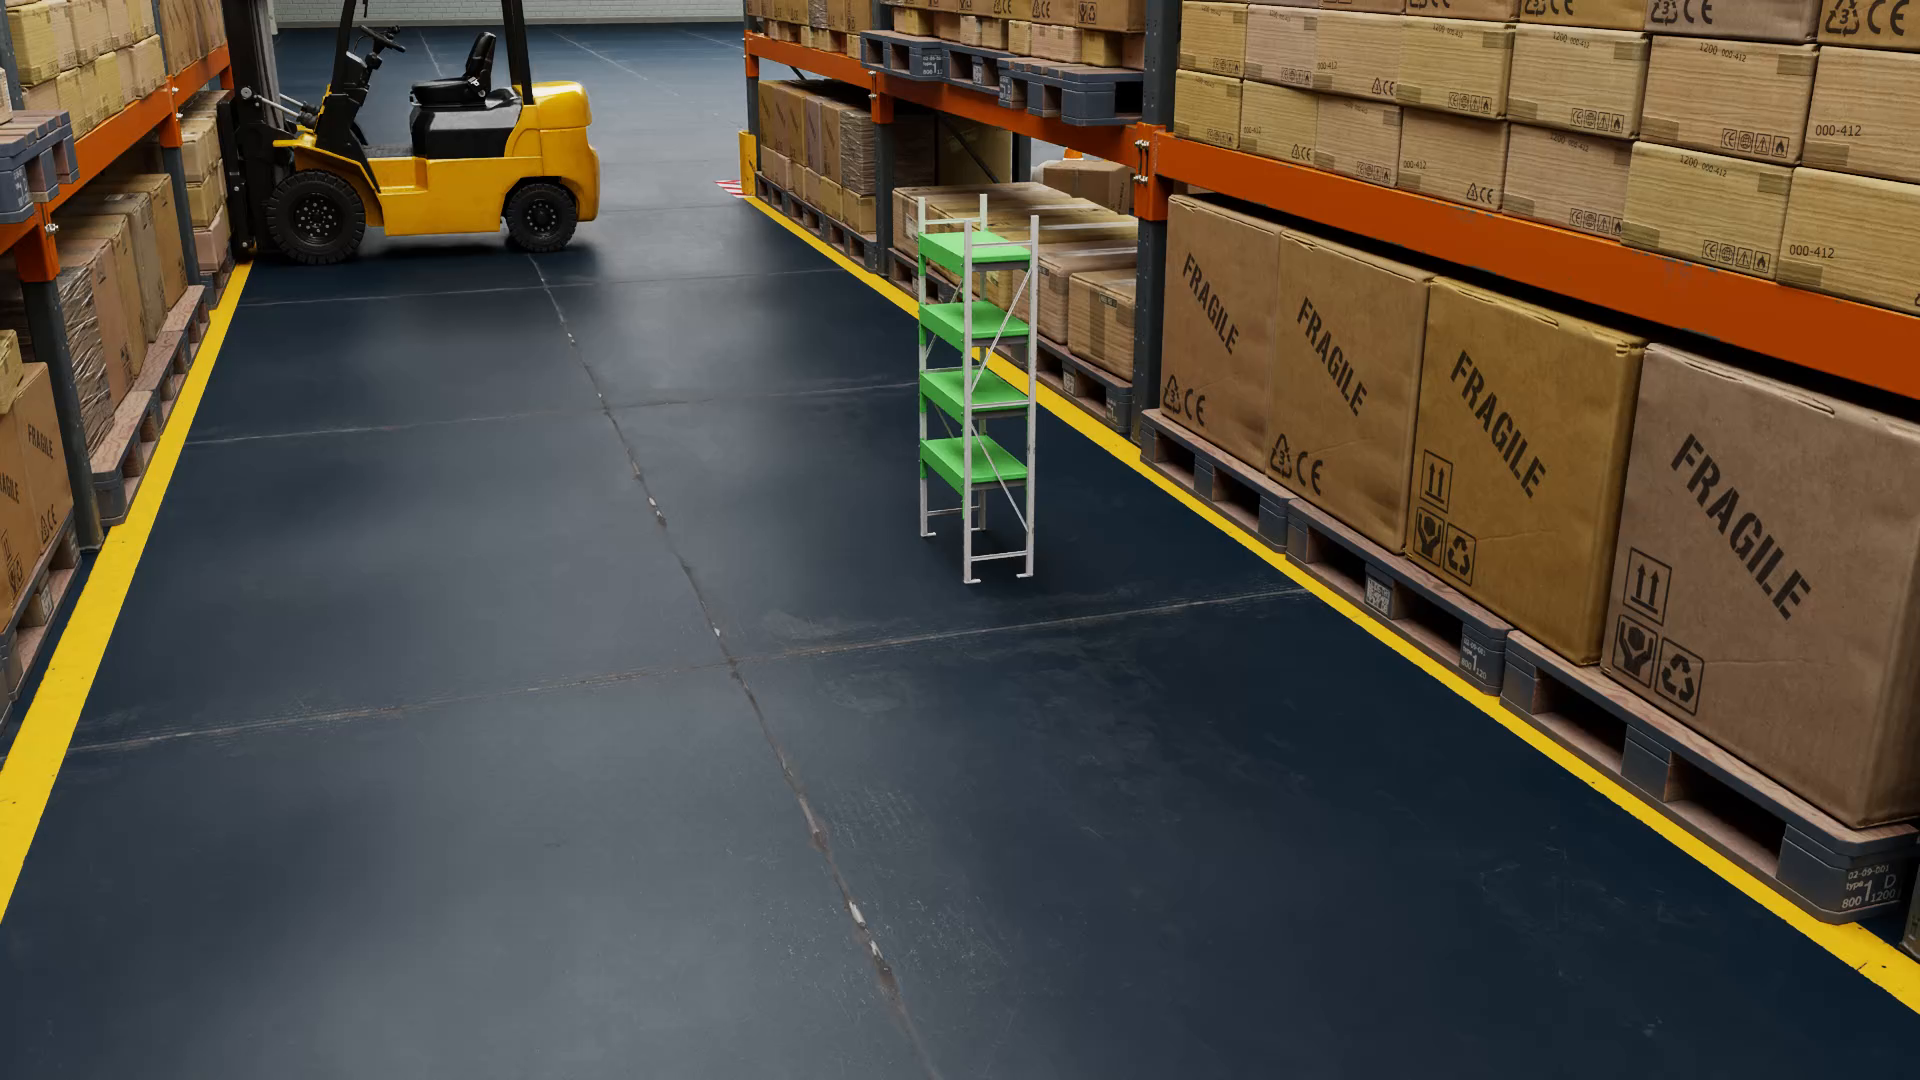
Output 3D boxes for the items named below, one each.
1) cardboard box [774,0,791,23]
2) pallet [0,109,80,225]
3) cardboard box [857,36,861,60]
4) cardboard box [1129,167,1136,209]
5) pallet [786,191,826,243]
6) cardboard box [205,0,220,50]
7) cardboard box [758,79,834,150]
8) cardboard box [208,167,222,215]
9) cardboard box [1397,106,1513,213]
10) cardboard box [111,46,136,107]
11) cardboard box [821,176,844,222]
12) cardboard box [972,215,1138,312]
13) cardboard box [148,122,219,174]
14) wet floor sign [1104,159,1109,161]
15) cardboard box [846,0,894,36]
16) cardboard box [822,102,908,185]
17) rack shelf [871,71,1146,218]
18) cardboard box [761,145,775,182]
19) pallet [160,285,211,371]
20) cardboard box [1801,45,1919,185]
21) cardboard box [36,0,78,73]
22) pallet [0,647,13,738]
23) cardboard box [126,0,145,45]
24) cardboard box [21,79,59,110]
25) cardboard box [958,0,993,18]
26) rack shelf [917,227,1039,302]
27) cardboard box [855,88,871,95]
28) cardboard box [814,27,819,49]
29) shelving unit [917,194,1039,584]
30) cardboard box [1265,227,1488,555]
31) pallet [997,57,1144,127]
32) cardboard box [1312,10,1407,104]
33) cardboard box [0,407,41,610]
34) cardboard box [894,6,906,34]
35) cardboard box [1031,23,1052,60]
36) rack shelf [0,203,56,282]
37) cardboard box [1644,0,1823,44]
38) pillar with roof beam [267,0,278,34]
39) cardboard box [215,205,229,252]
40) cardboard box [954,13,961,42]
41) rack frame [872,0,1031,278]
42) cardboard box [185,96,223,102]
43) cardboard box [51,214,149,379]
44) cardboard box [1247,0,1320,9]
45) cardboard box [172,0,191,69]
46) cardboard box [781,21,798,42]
[{"bbox_3d":[-1.084,-4.108,12.328,0.500,0.500,0.500,-7,21,-18],"label":"cardboard box"},{"bbox_3d":[-3.214,-1.035,4.646,1.213,0.211,1.003,-6,21,-17],"label":"pallet"},{"bbox_3d":[-0.430,-3.101,10.483,0.380,0.149,0.250,-7,21,-18],"label":"cardboard box"},{"bbox_3d":[1.659,-2.962,13.419,0.637,0.503,0.797,12,23,30],"label":"cardboard box"},{"bbox_3d":[-0.671,-2.440,12.396,1.003,0.211,1.213,-6,21,-17],"label":"pallet"},{"bbox_3d":[-5.450,-3.653,11.500,0.500,0.500,0.500,-6,21,-15],"label":"cardboard box"},{"bbox_3d":[-1.298,-3.392,13.261,0.500,0.500,0.500,-7,21,-19],"label":"cardboard box"},{"bbox_3d":[-4.770,-2.108,10.054,0.500,0.250,0.500,-6,21,-17],"label":"cardboard box"},{"bbox_3d":[1.629,-1.120,4.820,0.500,0.250,0.500,-6,21,-17],"label":"cardboard box"},{"bbox_3d":[-4.054,-2.092,7.524,0.500,0.250,0.500,-6,21,-17],"label":"cardboard box"},{"bbox_3d":[-0.658,-2.383,11.559,0.500,0.250,0.500,-7,21,-19],"label":"cardboard box"},{"bbox_3d":[0.577,-1.488,8.887,0.950,0.372,0.625,-6,21,-15],"label":"cardboard box"},{"bbox_3d":[-4.756,-2.347,9.982,0.500,0.250,0.500,-6,21,-17],"label":"cardboard box"},{"bbox_3d":[1.482,-3.681,15.210,0.267,0.644,0.232,-10,22,-27],"label":"wet floor sign"},{"bbox_3d":[-0.415,-3.451,10.500,0.500,0.500,0.500,-7,21,-19],"label":"cardboard box"},{"bbox_3d":[-0.642,-2.729,11.414,0.500,0.500,0.500,-6,21,-16],"label":"cardboard box"},{"bbox_3d":[0.589,-2.168,8.578,1.077,0.370,4.000,-6,21,-17],"label":"rack shelf"},{"bbox_3d":[-1.306,-3.047,13.409,0.500,0.250,0.500,-7,21,-18],"label":"cardboard box"},{"bbox_3d":[-4.482,-1.075,8.597,1.003,0.211,1.213,-6,21,-17],"label":"pallet"},{"bbox_3d":[2.105,-0.861,3.359,0.500,0.250,0.500,-6,21,-17],"label":"cardboard box"},{"bbox_3d":[-3.557,-1.830,6.055,0.500,0.250,0.500,-6,21,-15],"label":"cardboard box"},{"bbox_3d":[-2.915,0.611,3.903,1.003,0.211,1.213,-6,21,-17],"label":"pallet"},{"bbox_3d":[-4.185,-2.489,7.892,0.500,0.250,0.500,-7,21,-19],"label":"cardboard box"},{"bbox_3d":[-3.401,-1.434,5.692,0.500,0.250,0.500,-6,21,-17],"label":"cardboard box"},{"bbox_3d":[0.308,-2.867,8.253,0.500,0.500,0.500,-7,21,-19],"label":"cardboard box"},{"bbox_3d":[0.052,-0.903,5.425,0.258,0.148,0.480,-6,21,-17],"label":"rack shelf"},{"bbox_3d":[-0.478,-3.129,12.527,0.500,0.500,0.500,-7,21,-18],"label":"cardboard box"},{"bbox_3d":[-0.805,-3.512,11.627,0.380,0.149,0.250,-7,21,-18],"label":"cardboard box"},{"bbox_3d":[0.052,-0.512,5.566,0.258,1.200,0.503,-6,21,-17],"label":"shelving unit"},{"bbox_3d":[1.632,-0.545,5.518,0.875,0.875,0.875,-6,21,-17],"label":"cardboard box"},{"bbox_3d":[0.892,-1.991,7.307,1.213,0.211,1.003,-6,21,-17],"label":"pallet"},{"bbox_3d":[1.449,-1.513,5.174,0.500,0.250,0.500,-6,21,-17],"label":"cardboard box"},{"bbox_3d":[-3.009,-0.082,4.785,0.500,0.500,0.500,-7,21,-18],"label":"cardboard box"},{"bbox_3d":[-0.166,-3.016,9.628,0.380,0.149,0.250,-6,21,-16],"label":"cardboard box"},{"bbox_3d":[0.545,-2.260,7.522,0.380,0.149,0.250,-7,21,-20],"label":"cardboard box"},{"bbox_3d":[-2.865,-0.355,3.533,1.077,0.370,4.000,-6,21,-17],"label":"rack shelf"},{"bbox_3d":[1.926,-1.380,3.695,0.500,0.500,0.500,-6,21,-16],"label":"cardboard box"},{"bbox_3d":[-11.987,-16.492,38.519,9.100,9.000,0.400,-6,21,-17],"label":"pillar with roof beam"},{"bbox_3d":[-4.763,-1.875,10.145,0.500,0.250,0.500,-7,21,-18],"label":"cardboard box"},{"bbox_3d":[0.183,-2.686,8.708,0.380,0.149,0.250,-6,21,-17],"label":"cardboard box"},{"bbox_3d":[-0.040,-3.148,10.244,1.000,3.000,0.127,-6,21,-17],"label":"rack frame"},{"bbox_3d":[-5.401,-2.999,11.797,0.500,0.250,0.500,-6,21,-16],"label":"cardboard box"},{"bbox_3d":[-4.101,-1.042,7.273,0.875,0.625,0.625,-7,21,-19],"label":"cardboard box"},{"bbox_3d":[1.306,-2.040,5.531,0.500,0.500,0.500,-6,21,-17],"label":"cardboard box"},{"bbox_3d":[-4.822,-3.002,9.689,0.500,0.500,0.500,-6,21,-16],"label":"cardboard box"},{"bbox_3d":[-1.138,-3.843,12.551,0.380,0.149,0.250,-6,21,-16],"label":"cardboard box"}]
